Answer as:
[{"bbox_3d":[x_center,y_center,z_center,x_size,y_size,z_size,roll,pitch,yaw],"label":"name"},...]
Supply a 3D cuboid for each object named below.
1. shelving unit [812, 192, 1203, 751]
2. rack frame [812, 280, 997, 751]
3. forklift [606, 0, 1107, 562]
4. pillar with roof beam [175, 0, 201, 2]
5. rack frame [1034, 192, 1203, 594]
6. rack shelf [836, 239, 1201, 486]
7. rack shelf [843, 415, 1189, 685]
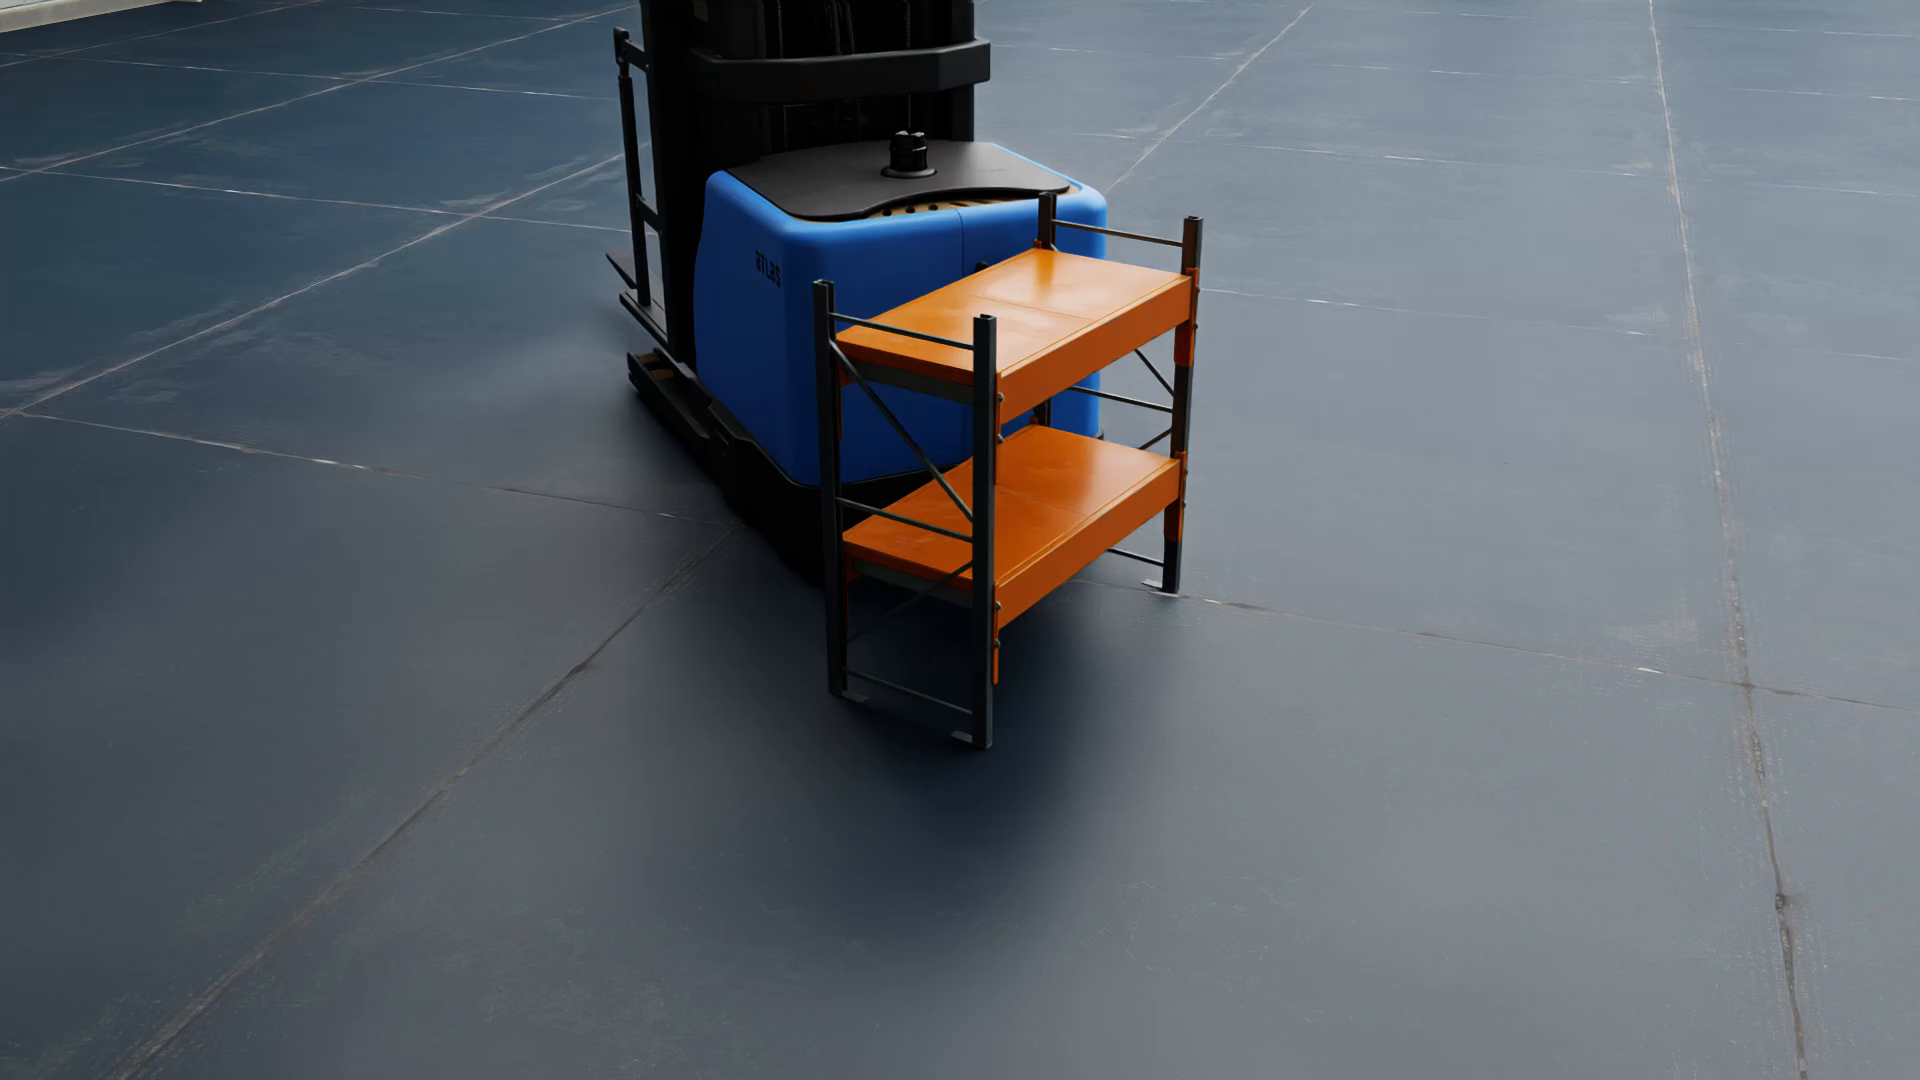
[{"bbox_3d":[0.152,-0.229,4.432,0.538,1.125,1.048,16,30,30],"label":"shelving unit"},{"bbox_3d":[-0.134,-0.046,4.054,0.500,1.125,0.032,16,30,30],"label":"rack frame"},{"bbox_3d":[-0.626,-1.868,5.744,1.130,2.935,3.031,-11,28,-22],"label":"forklift"},{"bbox_3d":[-3.271,-8.647,12.783,9.100,9.000,0.400,9,27,17],"label":"pillar with roof beam"},{"bbox_3d":[0.437,-0.413,4.811,0.500,1.125,0.032,16,30,30],"label":"rack frame"},{"bbox_3d":[0.152,-0.493,4.305,0.538,0.278,1.000,16,30,30],"label":"rack shelf"},{"bbox_3d":[0.152,-0.009,4.539,0.538,0.278,1.000,16,30,30],"label":"rack shelf"}]
